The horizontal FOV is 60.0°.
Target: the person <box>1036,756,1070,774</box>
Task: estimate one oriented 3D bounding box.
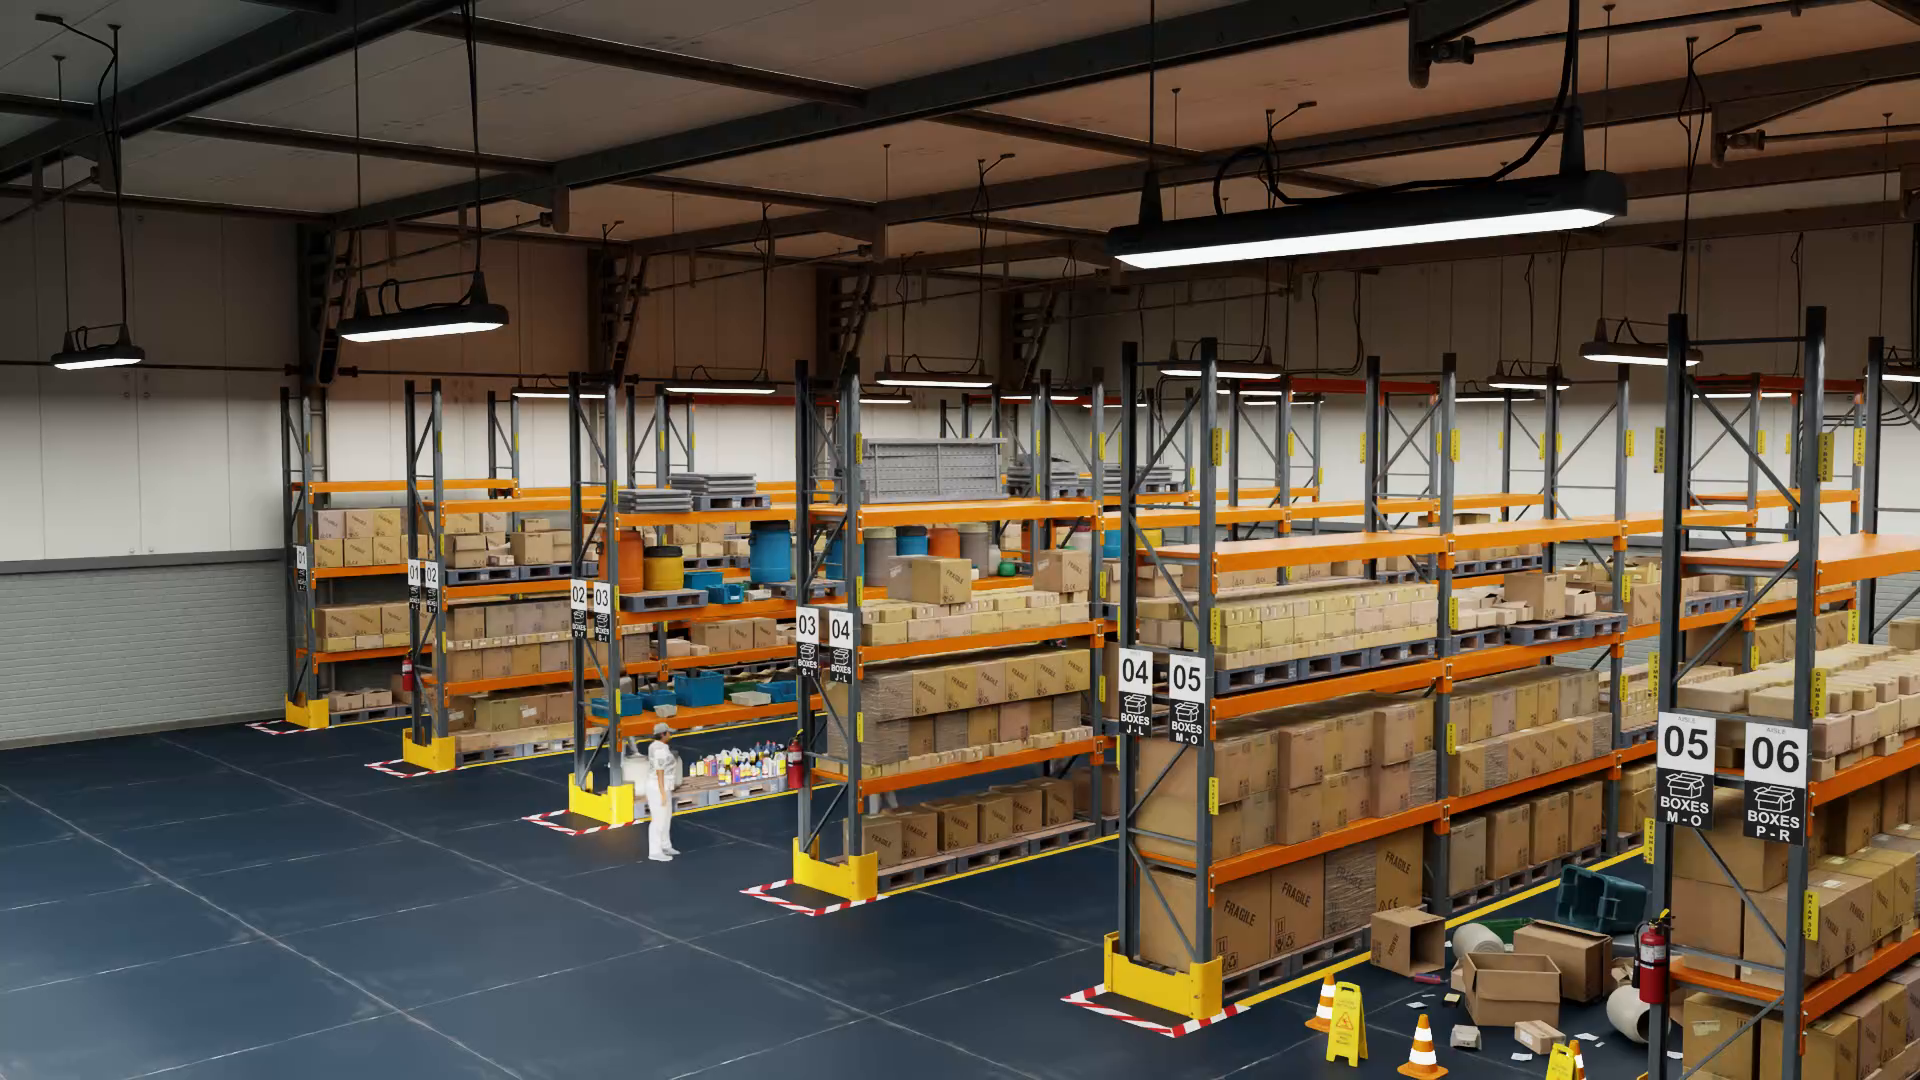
[{"bbox_3d":[1.444,2.672,25.313,0.498,1.799,0.588,2,4,28],"label":"person"}]

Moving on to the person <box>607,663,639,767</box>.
[{"bbox_3d":[-5.208,2.705,25.764,0.363,1.603,0.491,2,4,28],"label":"person"}]

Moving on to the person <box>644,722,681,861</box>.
[{"bbox_3d":[-3.614,3.066,20.227,0.456,1.699,0.560,-1,4,-13],"label":"person"}]

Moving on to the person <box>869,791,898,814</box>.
[{"bbox_3d":[-1.016,2.947,21.584,0.418,1.678,0.543,3,5,38],"label":"person"}]
